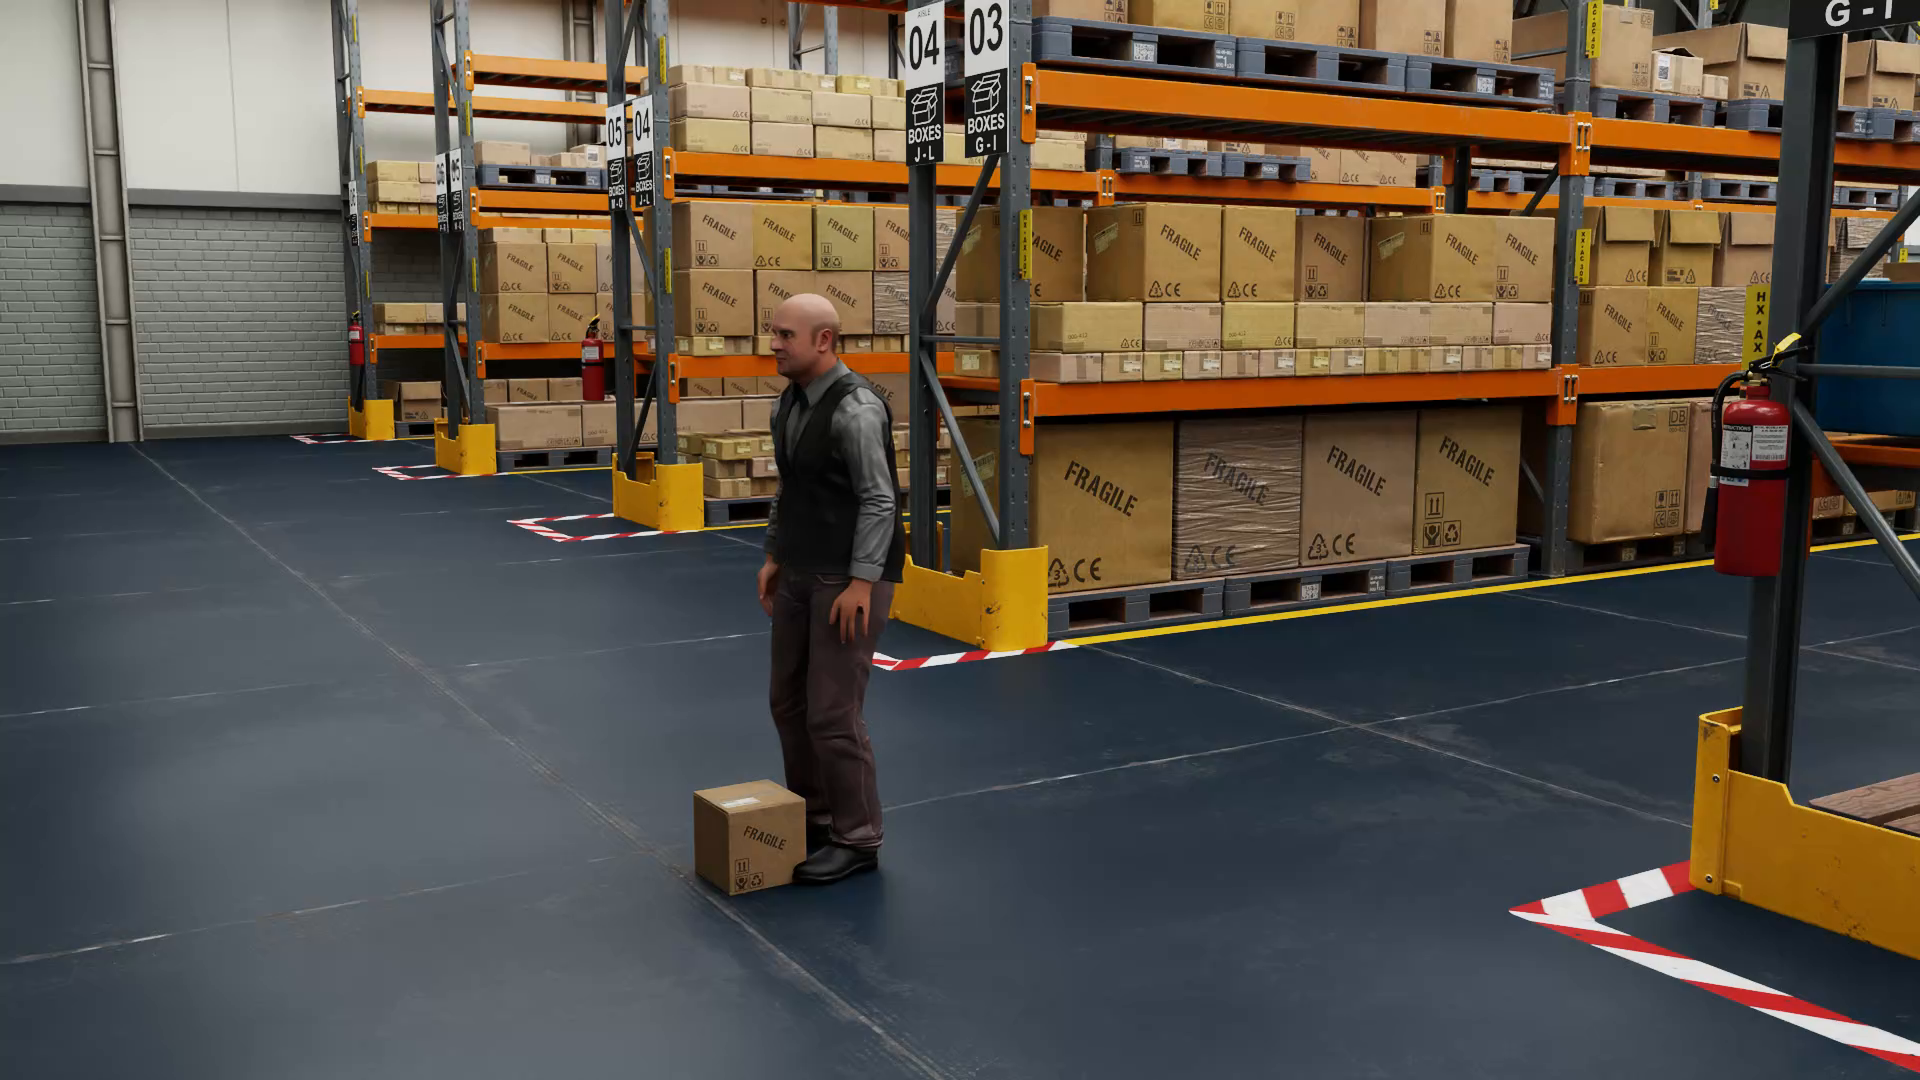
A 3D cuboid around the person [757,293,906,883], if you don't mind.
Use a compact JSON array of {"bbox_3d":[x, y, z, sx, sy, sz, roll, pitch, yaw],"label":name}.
[{"bbox_3d":[-0.386,0.131,4.982,0.414,1.722,0.590,-5,10,-33],"label":"person"}]
